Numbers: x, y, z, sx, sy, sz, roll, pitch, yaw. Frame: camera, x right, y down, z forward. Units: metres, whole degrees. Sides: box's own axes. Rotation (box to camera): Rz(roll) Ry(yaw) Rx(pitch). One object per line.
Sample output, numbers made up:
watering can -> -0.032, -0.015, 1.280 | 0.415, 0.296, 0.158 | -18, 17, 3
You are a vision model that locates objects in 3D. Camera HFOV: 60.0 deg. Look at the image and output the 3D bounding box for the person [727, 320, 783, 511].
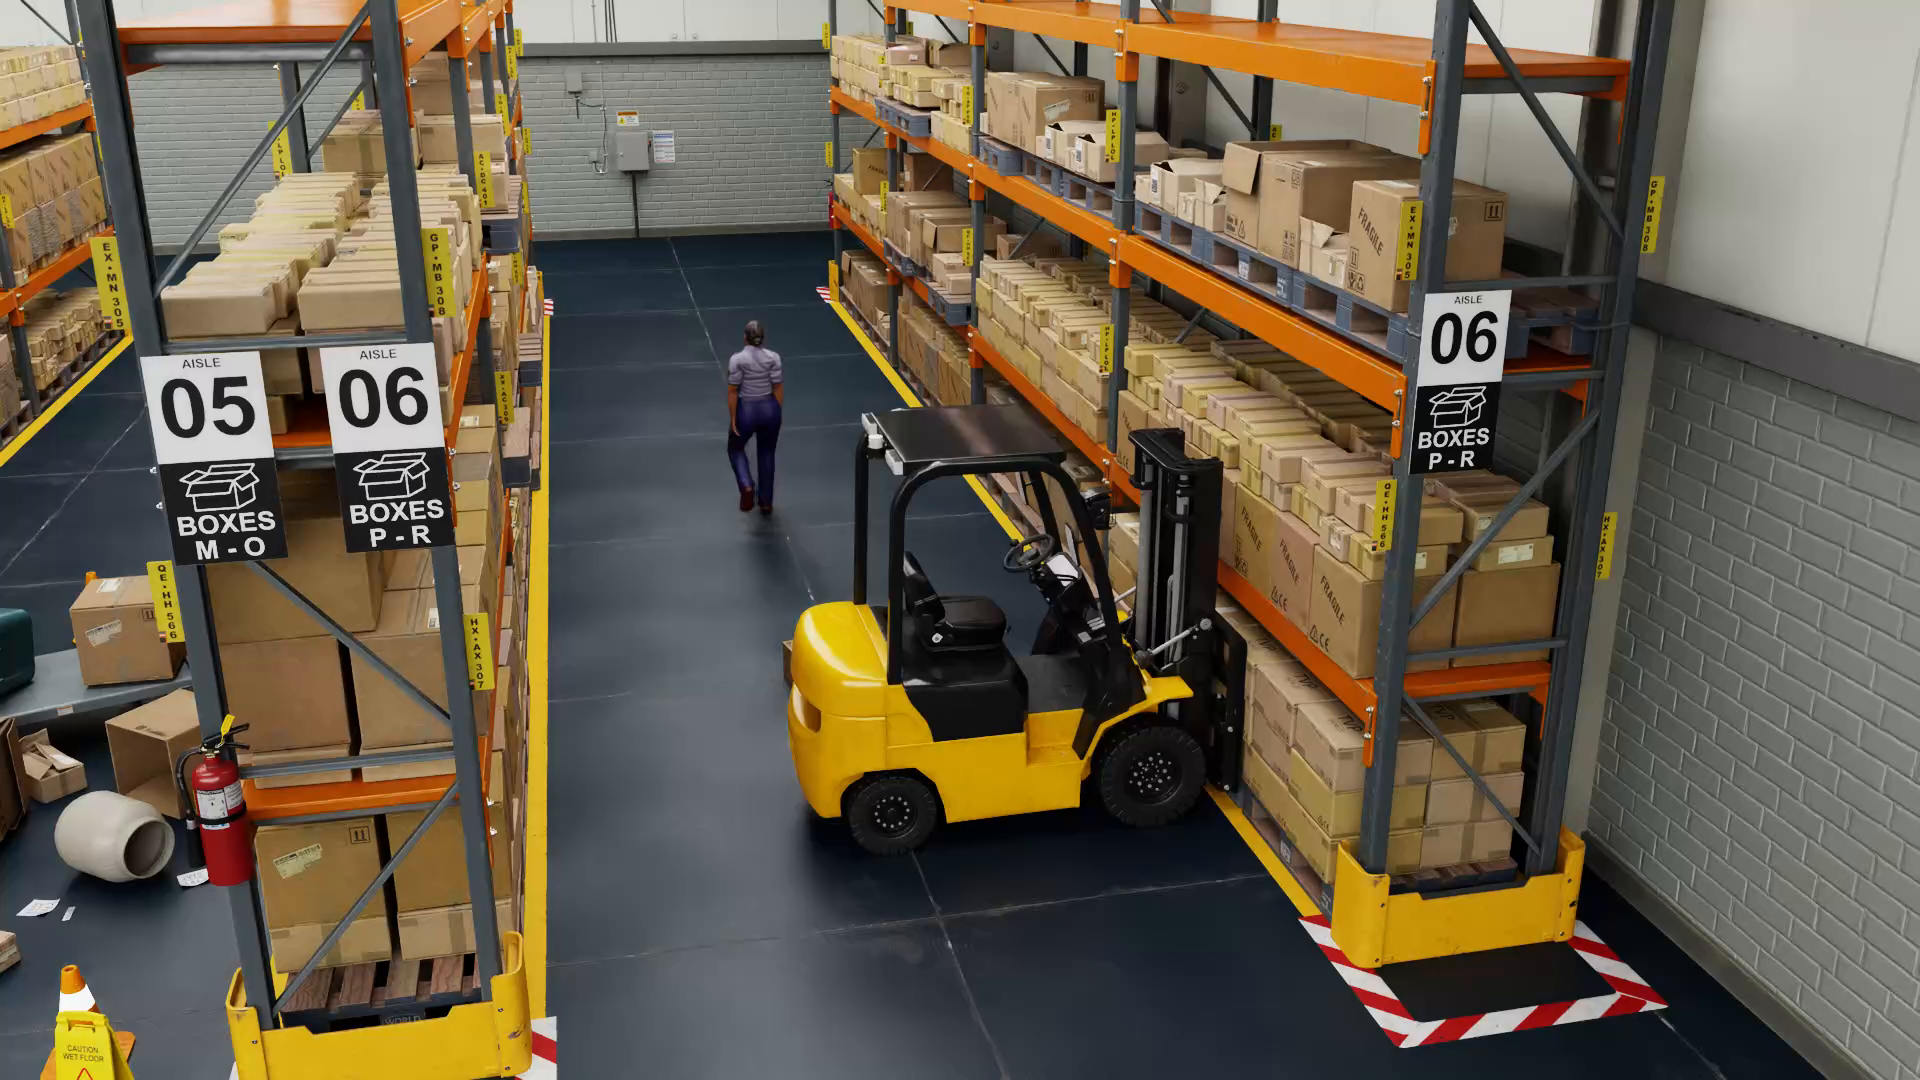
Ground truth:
person -> -1.716, -1.043, 13.931 | 0.477, 1.639, 0.465 | -6, 21, -16
